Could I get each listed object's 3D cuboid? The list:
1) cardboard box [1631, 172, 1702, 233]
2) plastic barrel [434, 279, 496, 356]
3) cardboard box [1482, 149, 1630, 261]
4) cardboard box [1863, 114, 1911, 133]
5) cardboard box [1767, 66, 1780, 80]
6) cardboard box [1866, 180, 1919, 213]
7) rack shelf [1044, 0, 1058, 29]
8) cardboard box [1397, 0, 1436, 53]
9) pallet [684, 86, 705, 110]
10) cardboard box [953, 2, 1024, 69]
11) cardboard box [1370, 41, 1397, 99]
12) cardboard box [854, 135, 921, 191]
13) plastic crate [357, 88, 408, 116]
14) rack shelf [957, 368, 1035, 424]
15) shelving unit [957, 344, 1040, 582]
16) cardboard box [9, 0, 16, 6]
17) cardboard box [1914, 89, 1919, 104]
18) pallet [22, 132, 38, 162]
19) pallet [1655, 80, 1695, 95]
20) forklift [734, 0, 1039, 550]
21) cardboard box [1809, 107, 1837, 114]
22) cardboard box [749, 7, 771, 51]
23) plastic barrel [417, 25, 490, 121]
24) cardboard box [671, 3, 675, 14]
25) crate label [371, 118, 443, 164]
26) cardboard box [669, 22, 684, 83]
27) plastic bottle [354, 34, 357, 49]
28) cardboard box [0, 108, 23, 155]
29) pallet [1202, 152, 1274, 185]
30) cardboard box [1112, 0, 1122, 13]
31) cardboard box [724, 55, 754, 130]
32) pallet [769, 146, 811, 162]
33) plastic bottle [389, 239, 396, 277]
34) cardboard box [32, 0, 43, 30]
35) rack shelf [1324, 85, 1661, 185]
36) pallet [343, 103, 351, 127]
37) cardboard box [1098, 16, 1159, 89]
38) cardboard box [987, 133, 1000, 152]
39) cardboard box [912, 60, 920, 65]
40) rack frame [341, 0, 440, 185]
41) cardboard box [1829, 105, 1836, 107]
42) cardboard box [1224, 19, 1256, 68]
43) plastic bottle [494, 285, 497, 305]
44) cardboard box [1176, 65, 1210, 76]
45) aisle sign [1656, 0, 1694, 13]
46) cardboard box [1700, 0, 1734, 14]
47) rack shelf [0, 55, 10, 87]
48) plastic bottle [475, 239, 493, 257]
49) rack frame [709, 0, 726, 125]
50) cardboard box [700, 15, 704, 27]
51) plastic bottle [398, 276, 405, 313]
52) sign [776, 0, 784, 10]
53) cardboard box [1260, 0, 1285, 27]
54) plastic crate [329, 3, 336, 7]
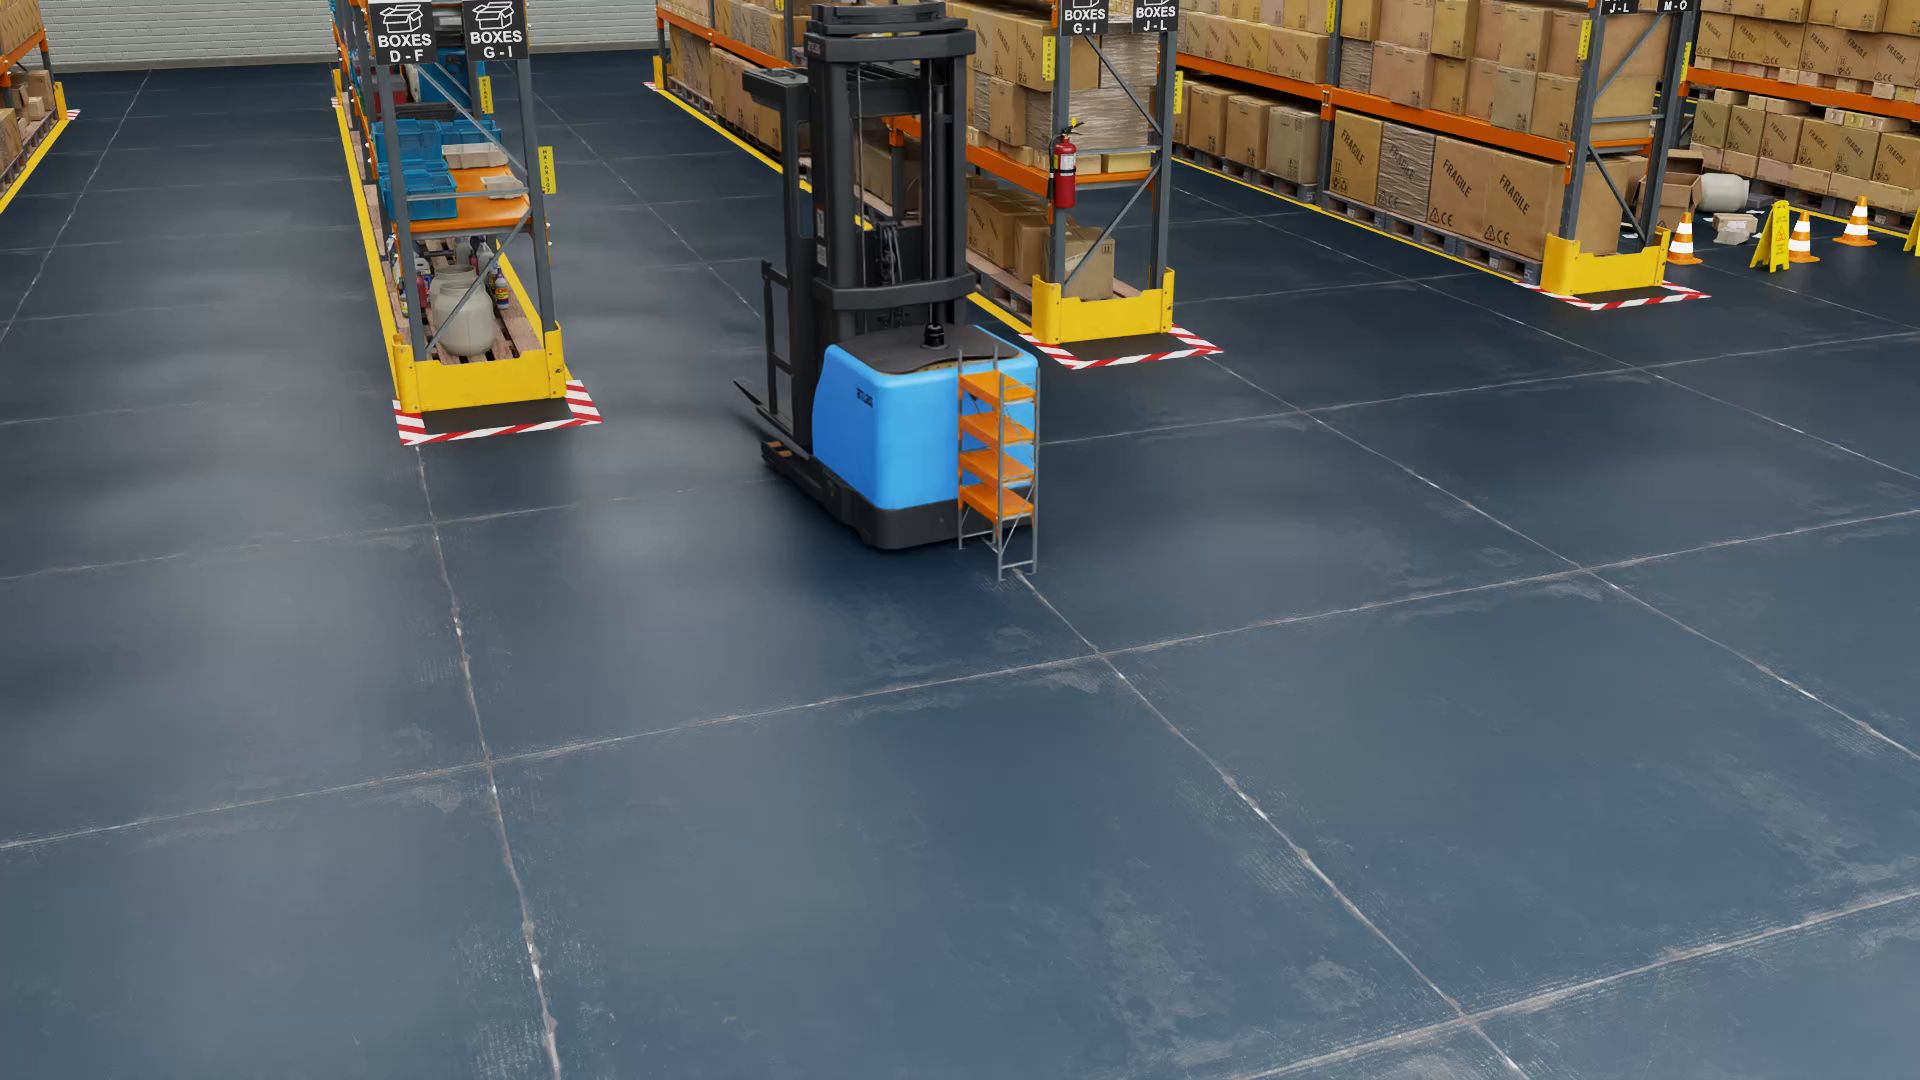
[{"bbox_3d":[7.490,-3.581,17.598,0.637,0.503,0.797,12,26,27],"label":"cardboard box"},{"bbox_3d":[-3.730,-1.677,12.528,0.421,0.512,0.421,0,23,0],"label":"plastic barrel"},{"bbox_3d":[5.583,-3.176,15.618,0.875,0.875,0.875,-8,24,-19],"label":"cardboard box"},{"bbox_3d":[9.760,-4.391,17.504,0.380,0.149,0.250,-8,24,-17],"label":"cardboard box"},{"bbox_3d":[9.316,-5.255,18.680,0.380,0.149,0.250,-8,24,-19],"label":"cardboard box"},{"bbox_3d":[9.933,-3.632,17.505,0.500,0.250,0.500,-8,24,-19],"label":"cardboard box"},{"bbox_3d":[0.502,-4.858,14.478,1.077,0.370,4.000,-8,24,-19],"label":"rack shelf"},{"bbox_3d":[4.934,-5.207,16.658,0.875,0.550,0.550,-8,24,-19],"label":"cardboard box"},{"bbox_3d":[-3.661,-6.887,25.818,1.003,0.211,1.213,-8,24,-19],"label":"pallet"},{"bbox_3d":[0.257,-4.436,14.614,0.500,0.500,0.500,-8,24,-19],"label":"cardboard box"},{"bbox_3d":[4.828,-4.918,17.362,0.875,0.550,0.550,-8,24,-19],"label":"cardboard box"},{"bbox_3d":[-0.751,-4.190,18.481,0.700,0.500,0.500,-11,25,-24],"label":"cardboard box"},{"bbox_3d":[-5.718,-4.351,16.483,0.450,0.188,0.662,-8,24,-19],"label":"plastic crate"},{"bbox_3d":[0.208,-0.789,9.065,0.258,0.148,0.480,-11,25,-24],"label":"rack shelf"},{"bbox_3d":[0.208,-0.427,9.218,0.258,1.200,0.503,-11,25,-24],"label":"shelving unit"},{"bbox_3d":[-12.567,-7.174,21.492,0.500,0.500,0.500,-9,25,-21],"label":"cardboard box"},{"bbox_3d":[9.954,-4.508,16.906,0.380,0.149,0.250,-9,24,-20],"label":"cardboard box"},{"bbox_3d":[-12.542,-5.047,21.454,1.003,0.211,1.213,-8,24,-19],"label":"pallet"},{"bbox_3d":[11.640,-7.463,27.186,1.003,0.211,1.213,-8,24,-19],"label":"pallet"},{"bbox_3d":[-0.646,-1.832,10.323,1.130,2.935,3.031,-11,25,-24],"label":"forklift"},{"bbox_3d":[9.889,-4.618,18.878,0.500,0.500,0.500,-7,24,-16],"label":"cardboard box"},{"bbox_3d":[-2.381,-6.549,21.297,0.500,0.500,0.500,-9,25,-21],"label":"cardboard box"},{"bbox_3d":[-4.692,-4.267,15.367,0.600,0.901,0.708,-8,24,-19],"label":"plastic barrel"},{"bbox_3d":[-4.263,-8.231,25.740,0.380,0.149,0.250,-9,24,-20],"label":"cardboard box"},{"bbox_3d":[-4.329,-3.049,13.076,0.502,0.435,0.616,-8,24,-19],"label":"crate label"},{"bbox_3d":[-4.143,-7.887,26.795,0.875,0.875,0.875,-8,24,-19],"label":"cardboard box"},{"bbox_3d":[-7.215,-5.852,19.836,0.144,0.351,0.185,-8,24,-19],"label":"plastic bottle"},{"bbox_3d":[-11.858,-4.994,20.388,0.500,0.500,0.500,-8,24,-19],"label":"cardboard box"},{"bbox_3d":[3.693,-4.607,20.408,1.003,0.211,1.213,-8,24,-19],"label":"pallet"},{"bbox_3d":[2.266,-7.155,22.263,0.380,0.149,0.250,-8,24,-18],"label":"cardboard box"},{"bbox_3d":[-2.470,-6.101,22.557,1.225,0.875,0.875,-9,25,-21],"label":"cardboard box"},{"bbox_3d":[-1.826,-4.999,21.339,1.003,0.211,1.213,-8,24,-19],"label":"pallet"},{"bbox_3d":[-4.942,-2.486,14.631,0.144,0.351,0.185,-8,24,-18],"label":"plastic bottle"},{"bbox_3d":[-13.300,-7.457,23.451,0.500,0.500,0.500,-8,24,-17],"label":"cardboard box"},{"bbox_3d":[5.177,-4.119,16.588,1.077,0.370,4.000,-8,24,-19],"label":"rack shelf"},{"bbox_3d":[-8.396,-6.182,24.146,1.003,0.211,1.213,-8,24,-19],"label":"pallet"},{"bbox_3d":[1.269,-3.962,13.488,0.500,0.500,0.500,-8,24,-19],"label":"cardboard box"},{"bbox_3d":[0.457,-3.492,14.496,0.380,0.149,0.250,-8,24,-19],"label":"cardboard box"},{"bbox_3d":[0.040,-4.359,15.717,0.875,0.500,0.500,-8,24,-19],"label":"cardboard box"},{"bbox_3d":[-6.252,-5.308,18.481,1.000,3.000,0.127,-8,24,-19],"label":"rack frame"},{"bbox_3d":[12.979,-6.419,23.635,0.875,0.625,0.625,-9,25,-21],"label":"cardboard box"},{"bbox_3d":[3.498,-5.928,19.824,0.500,0.500,0.500,-9,24,-20],"label":"cardboard box"},{"bbox_3d":[-3.811,-2.053,13.796,0.097,0.201,0.097,0,23,0],"label":"plastic bottle"},{"bbox_3d":[3.041,-6.302,22.552,0.500,0.250,0.500,-9,25,-21],"label":"cardboard box"},{"bbox_3d":[6.190,-4.938,14.256,0.394,0.787,0.004,-8,24,-19],"label":"aisle sign"},{"bbox_3d":[9.019,-6.348,19.150,0.700,0.500,0.500,-9,24,-20],"label":"cardboard box"},{"bbox_3d":[-11.594,-5.025,18.736,1.077,0.370,4.000,-8,24,-19],"label":"rack shelf"},{"bbox_3d":[-4.160,-2.455,14.556,0.144,0.351,0.185,-8,24,-19],"label":"plastic bottle"},{"bbox_3d":[-3.031,-7.441,23.542,1.000,3.000,0.127,-8,24,-19],"label":"rack frame"},{"bbox_3d":[-3.537,-7.484,23.969,0.380,0.149,0.250,-8,24,-18],"label":"cardboard box"},{"bbox_3d":[-4.543,-1.999,13.562,0.061,0.283,0.133,-8,24,-18],"label":"plastic bottle"},{"bbox_3d":[-2.136,-6.443,19.685,0.100,0.325,0.005,-8,24,-19],"label":"sign"},{"bbox_3d":[3.928,-6.234,19.263,0.700,0.500,0.500,-8,24,-19],"label":"cardboard box"},{"bbox_3d":[-9.066,-7.791,24.511,0.416,0.233,0.300,-8,24,-19],"label":"plastic crate"}]
